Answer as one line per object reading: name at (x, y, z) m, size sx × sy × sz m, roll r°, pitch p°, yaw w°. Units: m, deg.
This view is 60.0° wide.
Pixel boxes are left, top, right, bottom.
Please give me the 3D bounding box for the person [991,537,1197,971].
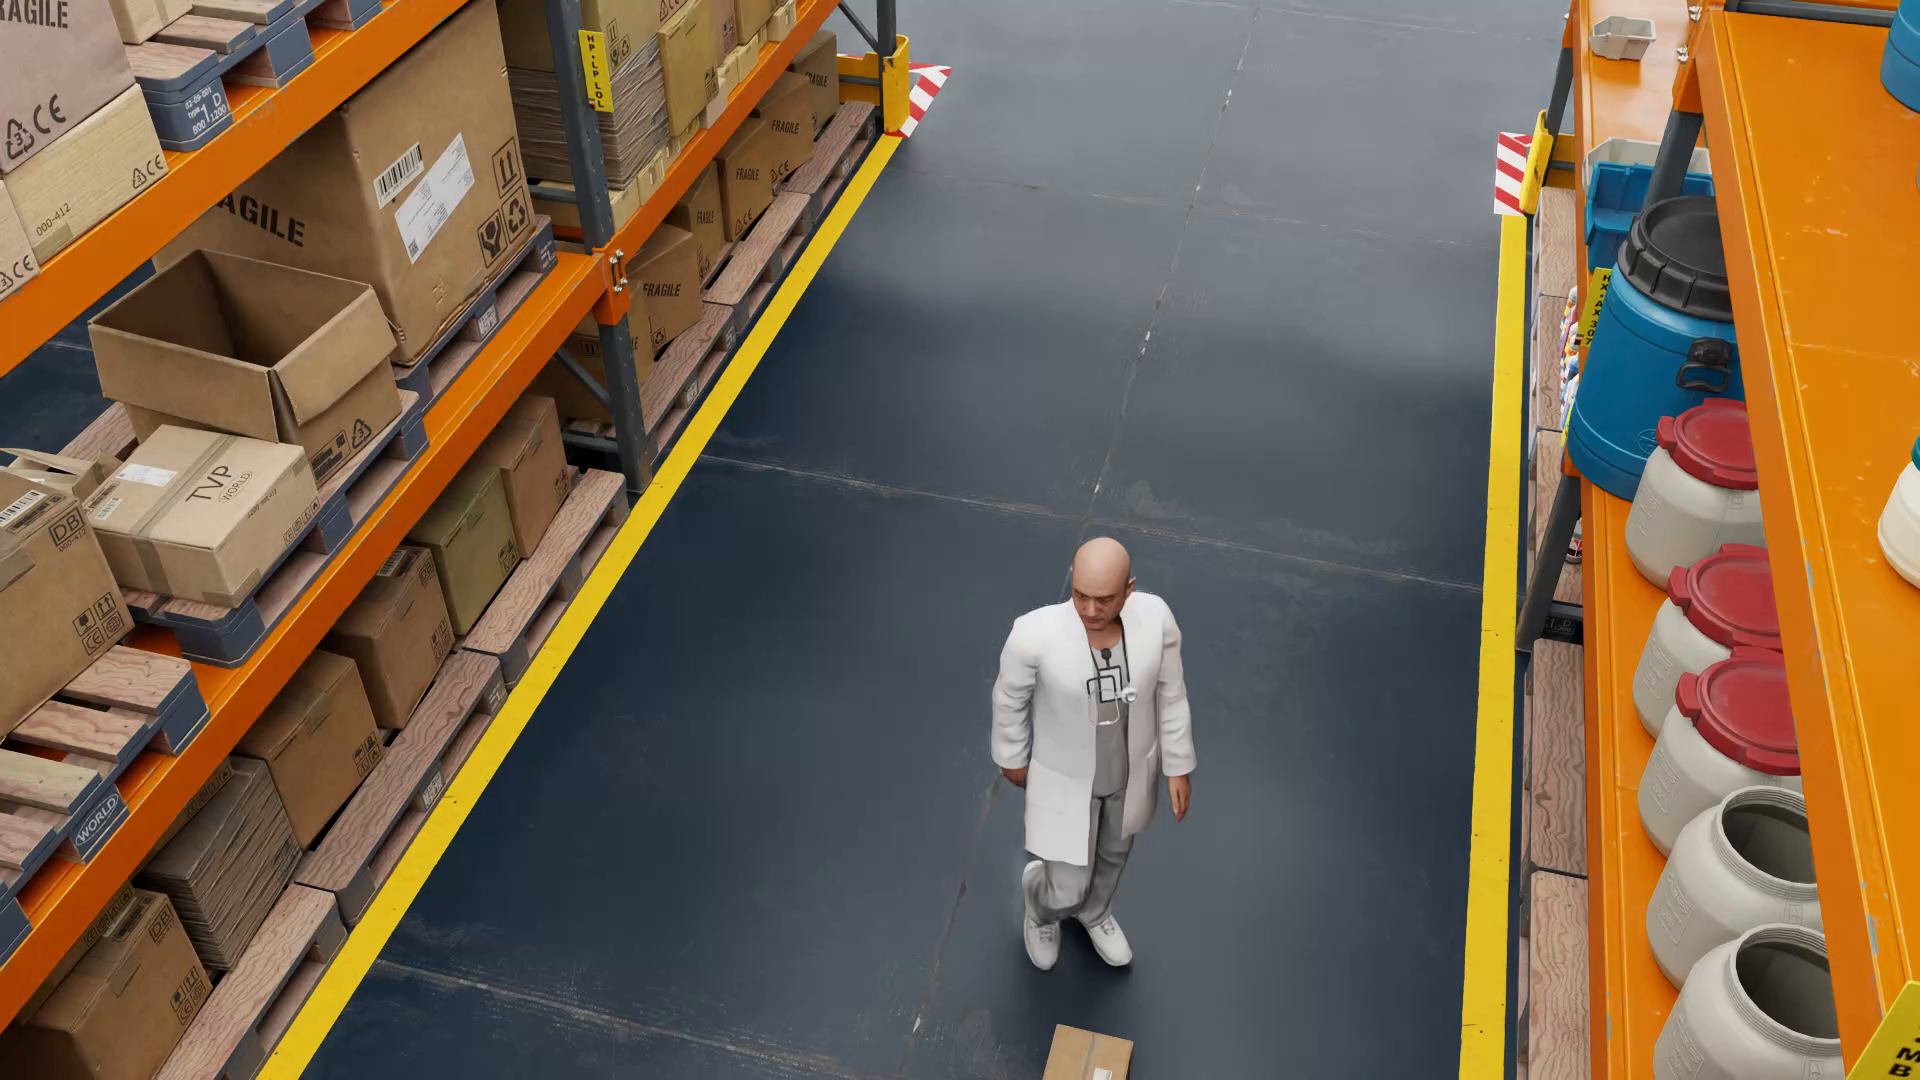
person at (0.439, 0.754, 5.273) m, size 0.595 × 1.801 × 0.465 m, roll -14°, pitch 42°, yaw -16°
